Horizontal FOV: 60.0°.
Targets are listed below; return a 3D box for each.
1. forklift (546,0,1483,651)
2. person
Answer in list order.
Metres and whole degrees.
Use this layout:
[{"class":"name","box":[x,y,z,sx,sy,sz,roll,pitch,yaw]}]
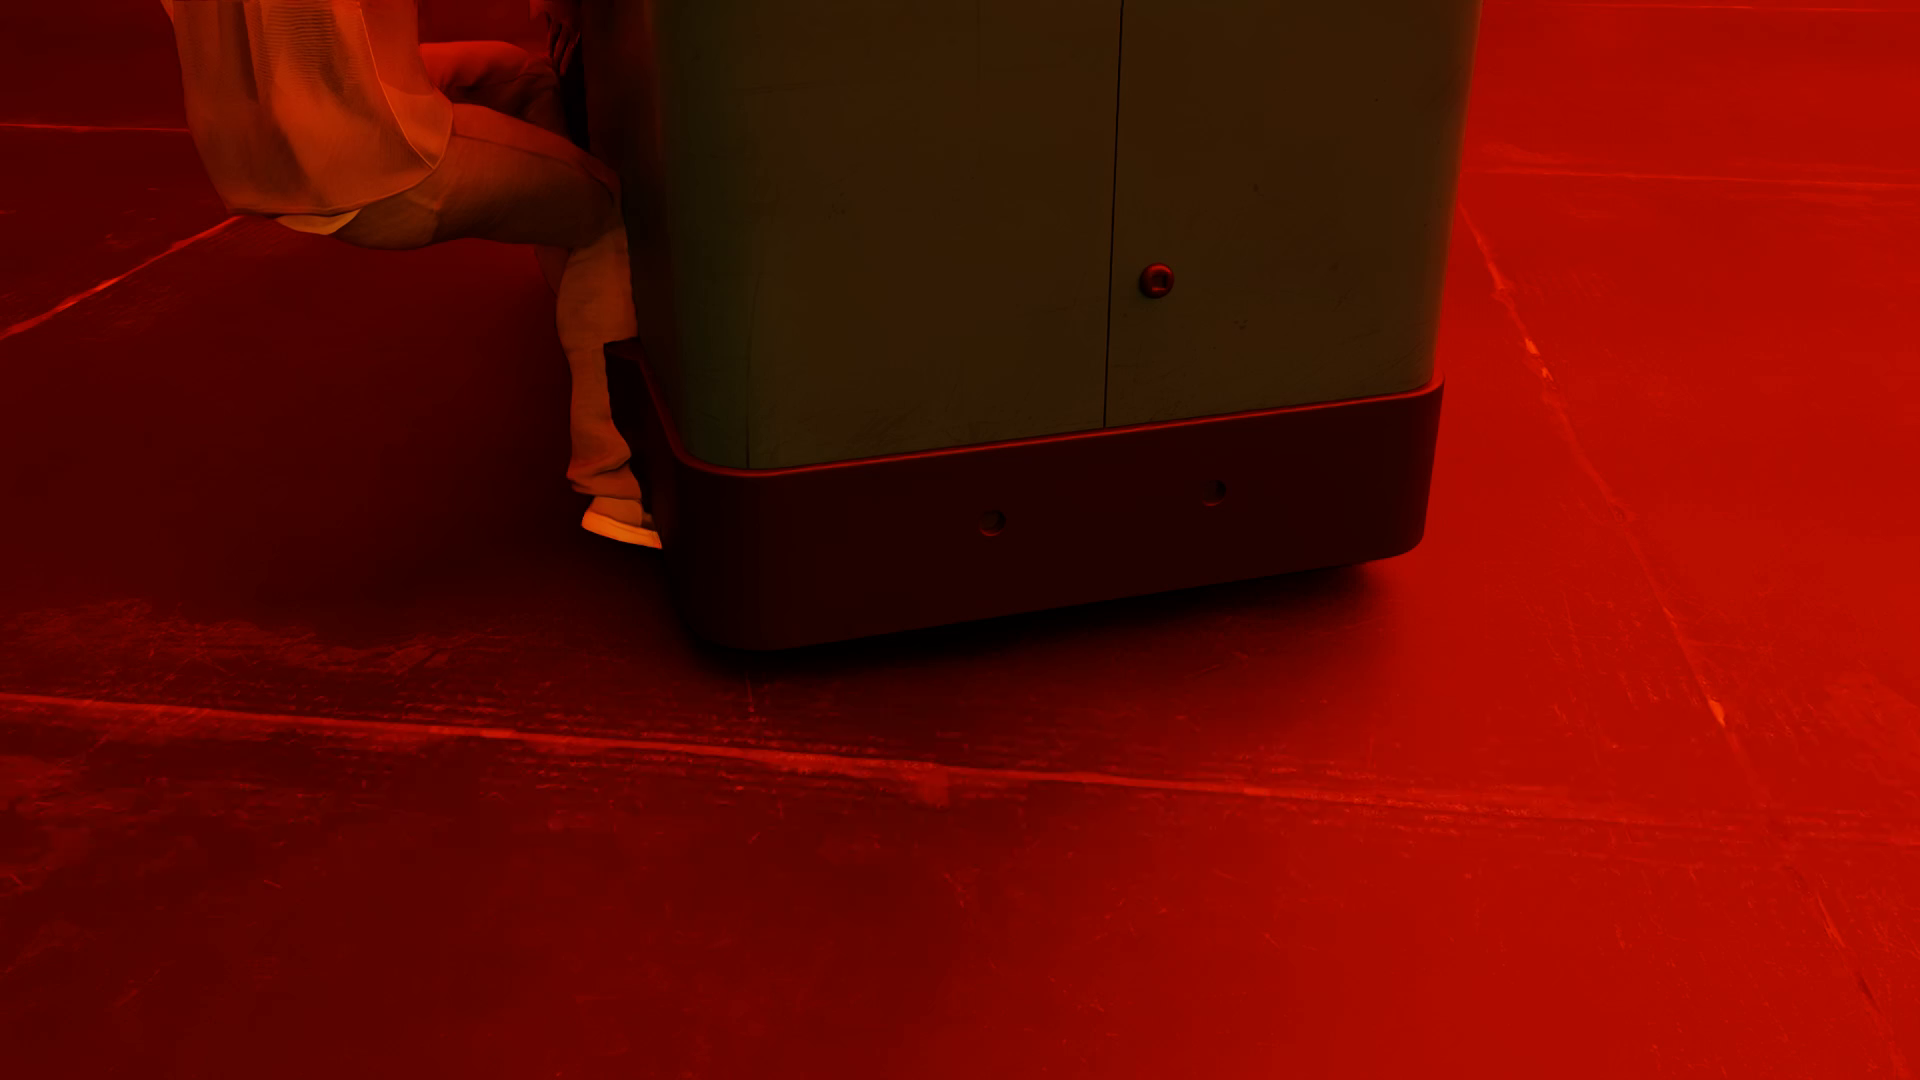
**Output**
[{"class":"forklift","box":[-0.262,-1.812,2.848,1.130,2.935,3.031,-8,28,-15]},{"class":"person","box":[-0.665,-0.625,2.336,0.667,1.373,0.805,14,30,26]}]
